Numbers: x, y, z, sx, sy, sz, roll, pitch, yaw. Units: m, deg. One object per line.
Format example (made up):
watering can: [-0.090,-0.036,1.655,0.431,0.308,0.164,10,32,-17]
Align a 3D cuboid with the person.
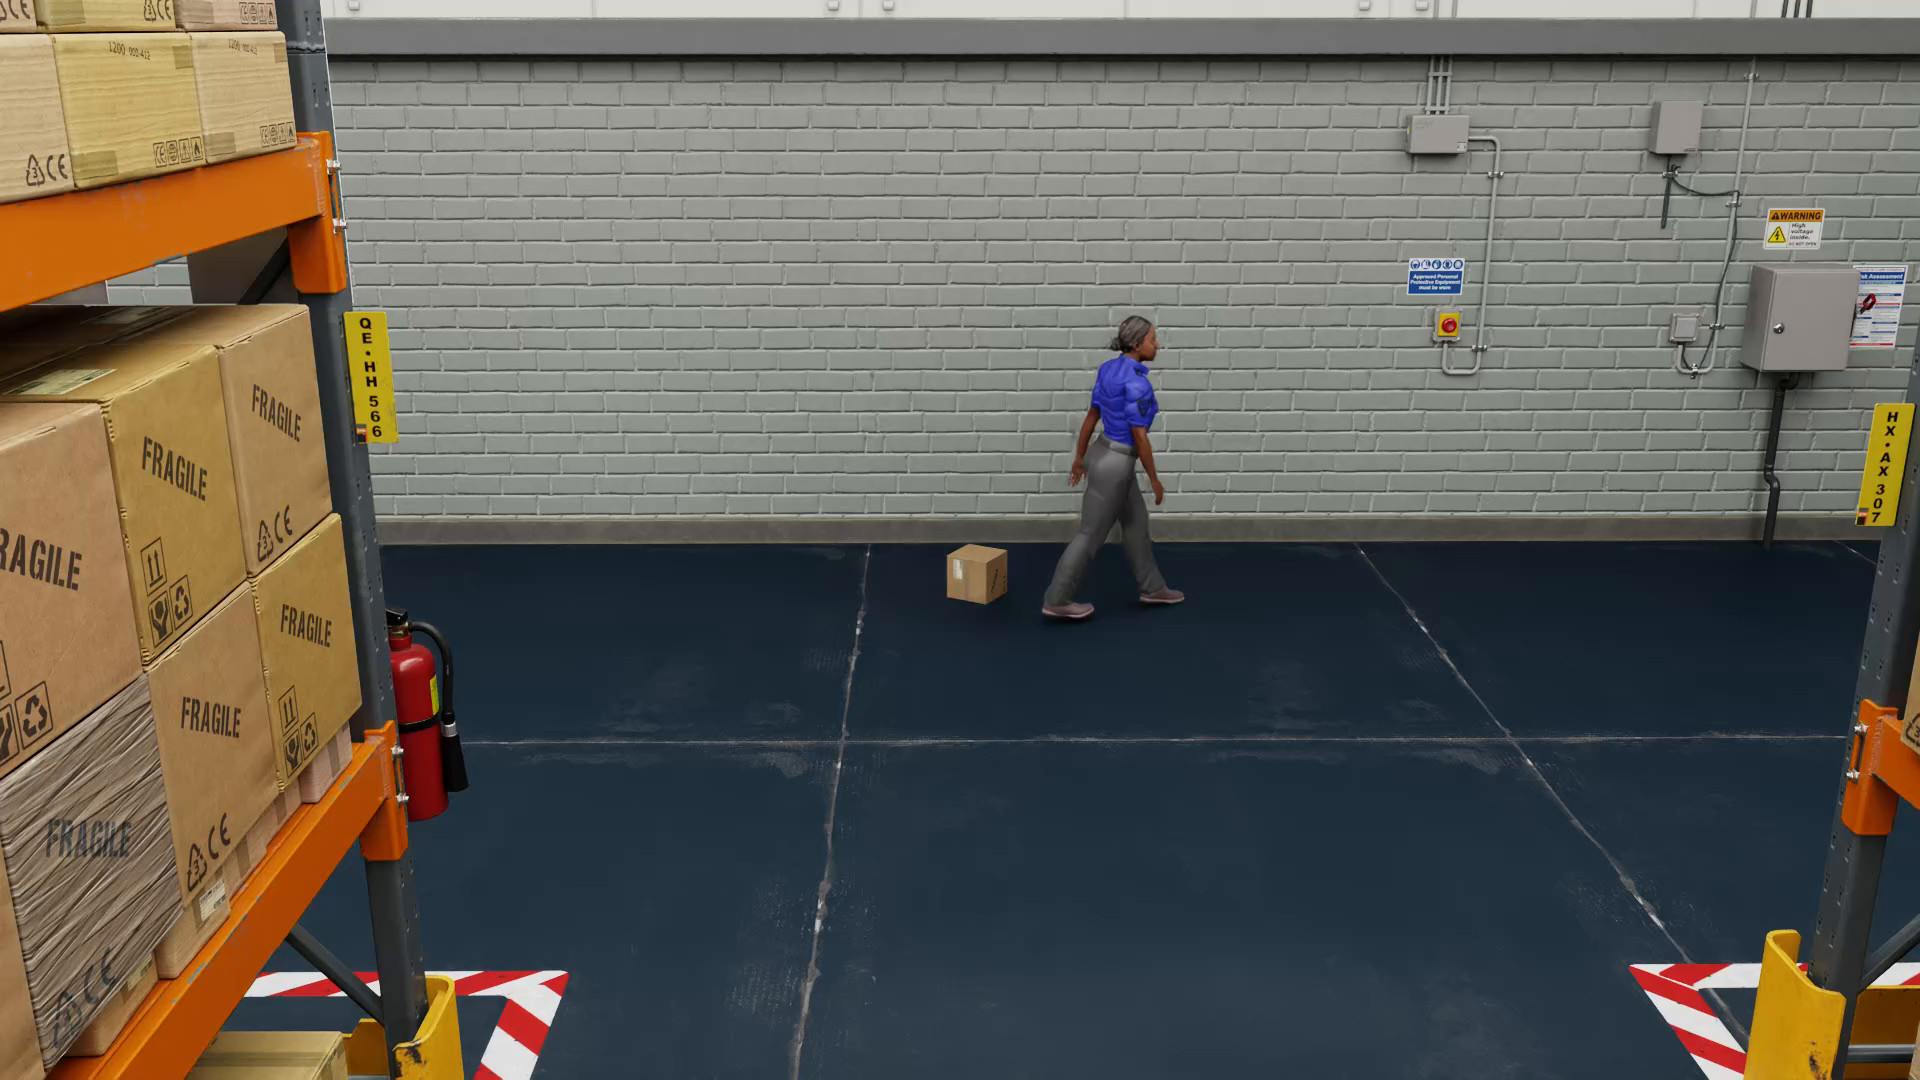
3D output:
person: [0.853,-0.372,8.737,0.860,1.623,0.479,-3,18,-11]
